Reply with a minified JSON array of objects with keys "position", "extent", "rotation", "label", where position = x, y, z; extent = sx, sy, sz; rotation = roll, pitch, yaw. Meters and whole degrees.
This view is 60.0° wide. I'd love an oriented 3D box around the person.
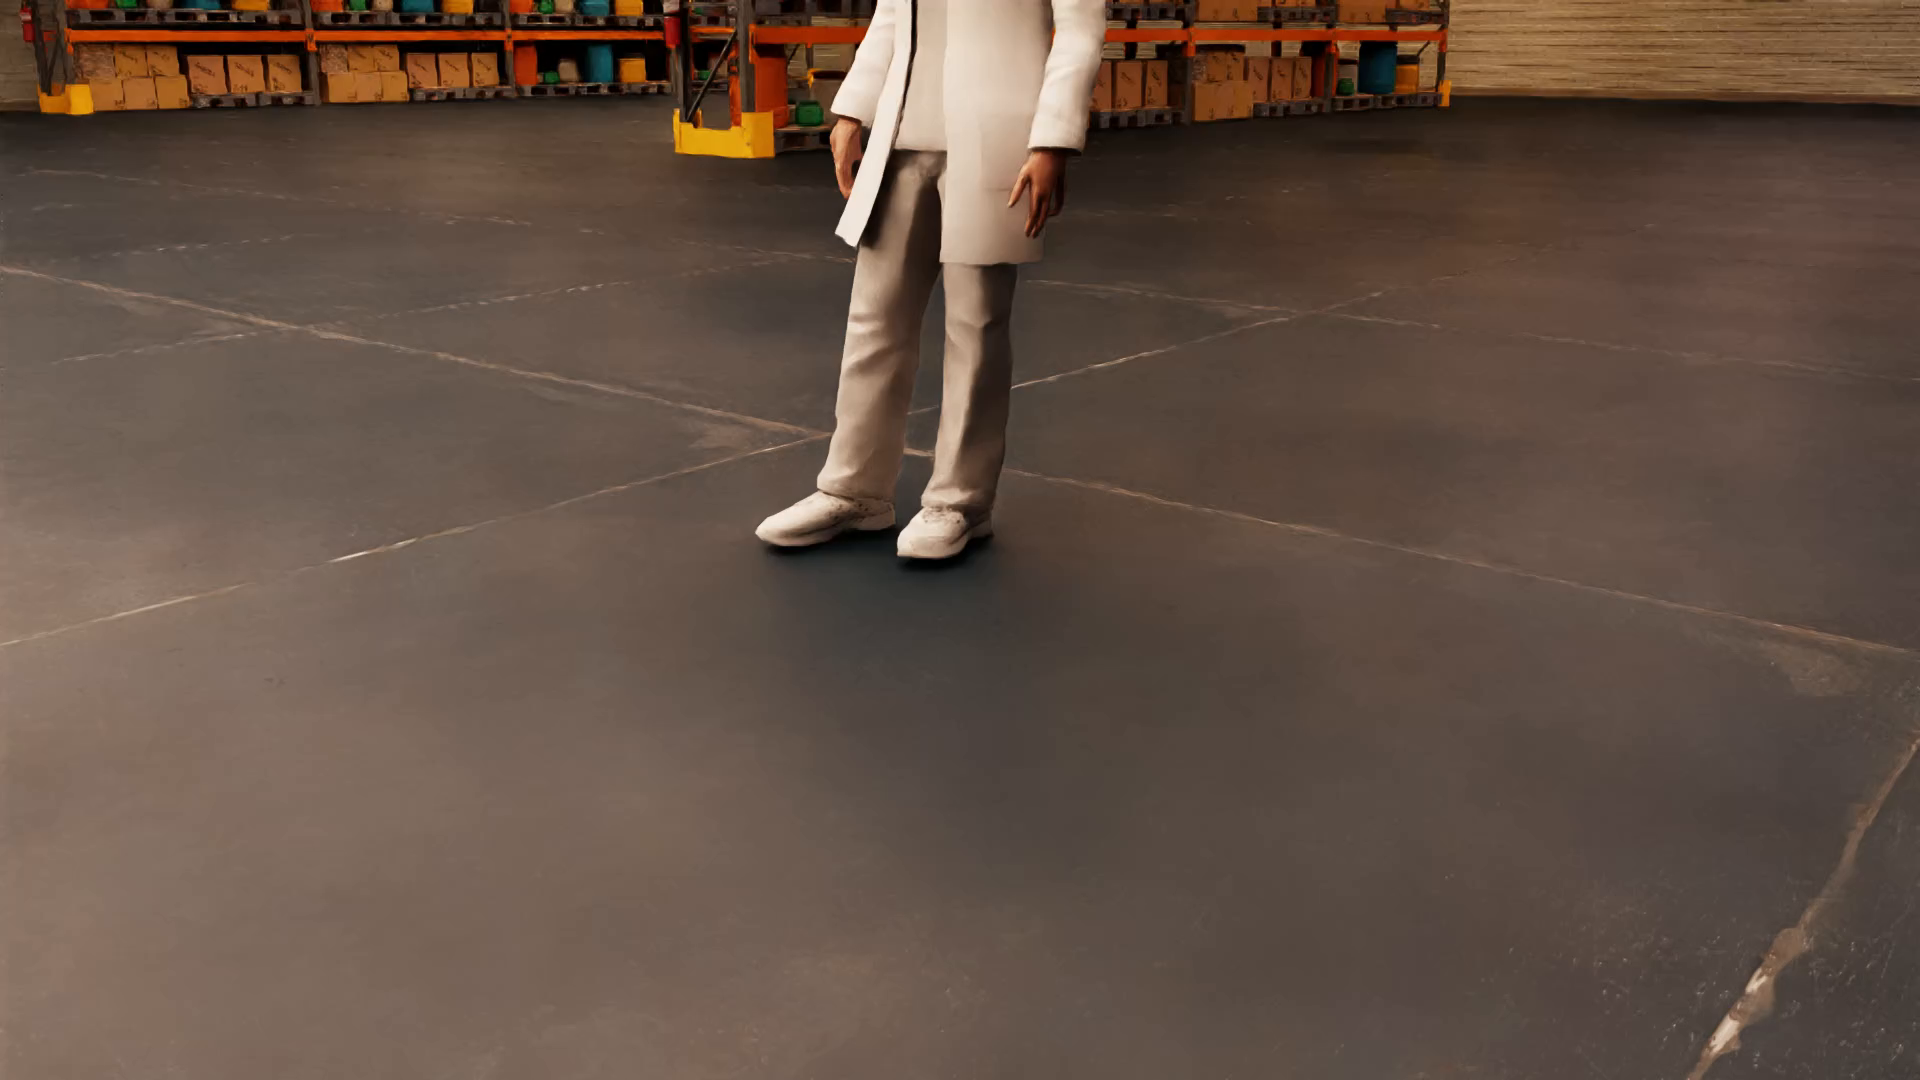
[{"position":[-0.062,-0.838,3.617],"extent":[0.694,1.776,0.579],"rotation":[13,21,37],"label":"person"}]
